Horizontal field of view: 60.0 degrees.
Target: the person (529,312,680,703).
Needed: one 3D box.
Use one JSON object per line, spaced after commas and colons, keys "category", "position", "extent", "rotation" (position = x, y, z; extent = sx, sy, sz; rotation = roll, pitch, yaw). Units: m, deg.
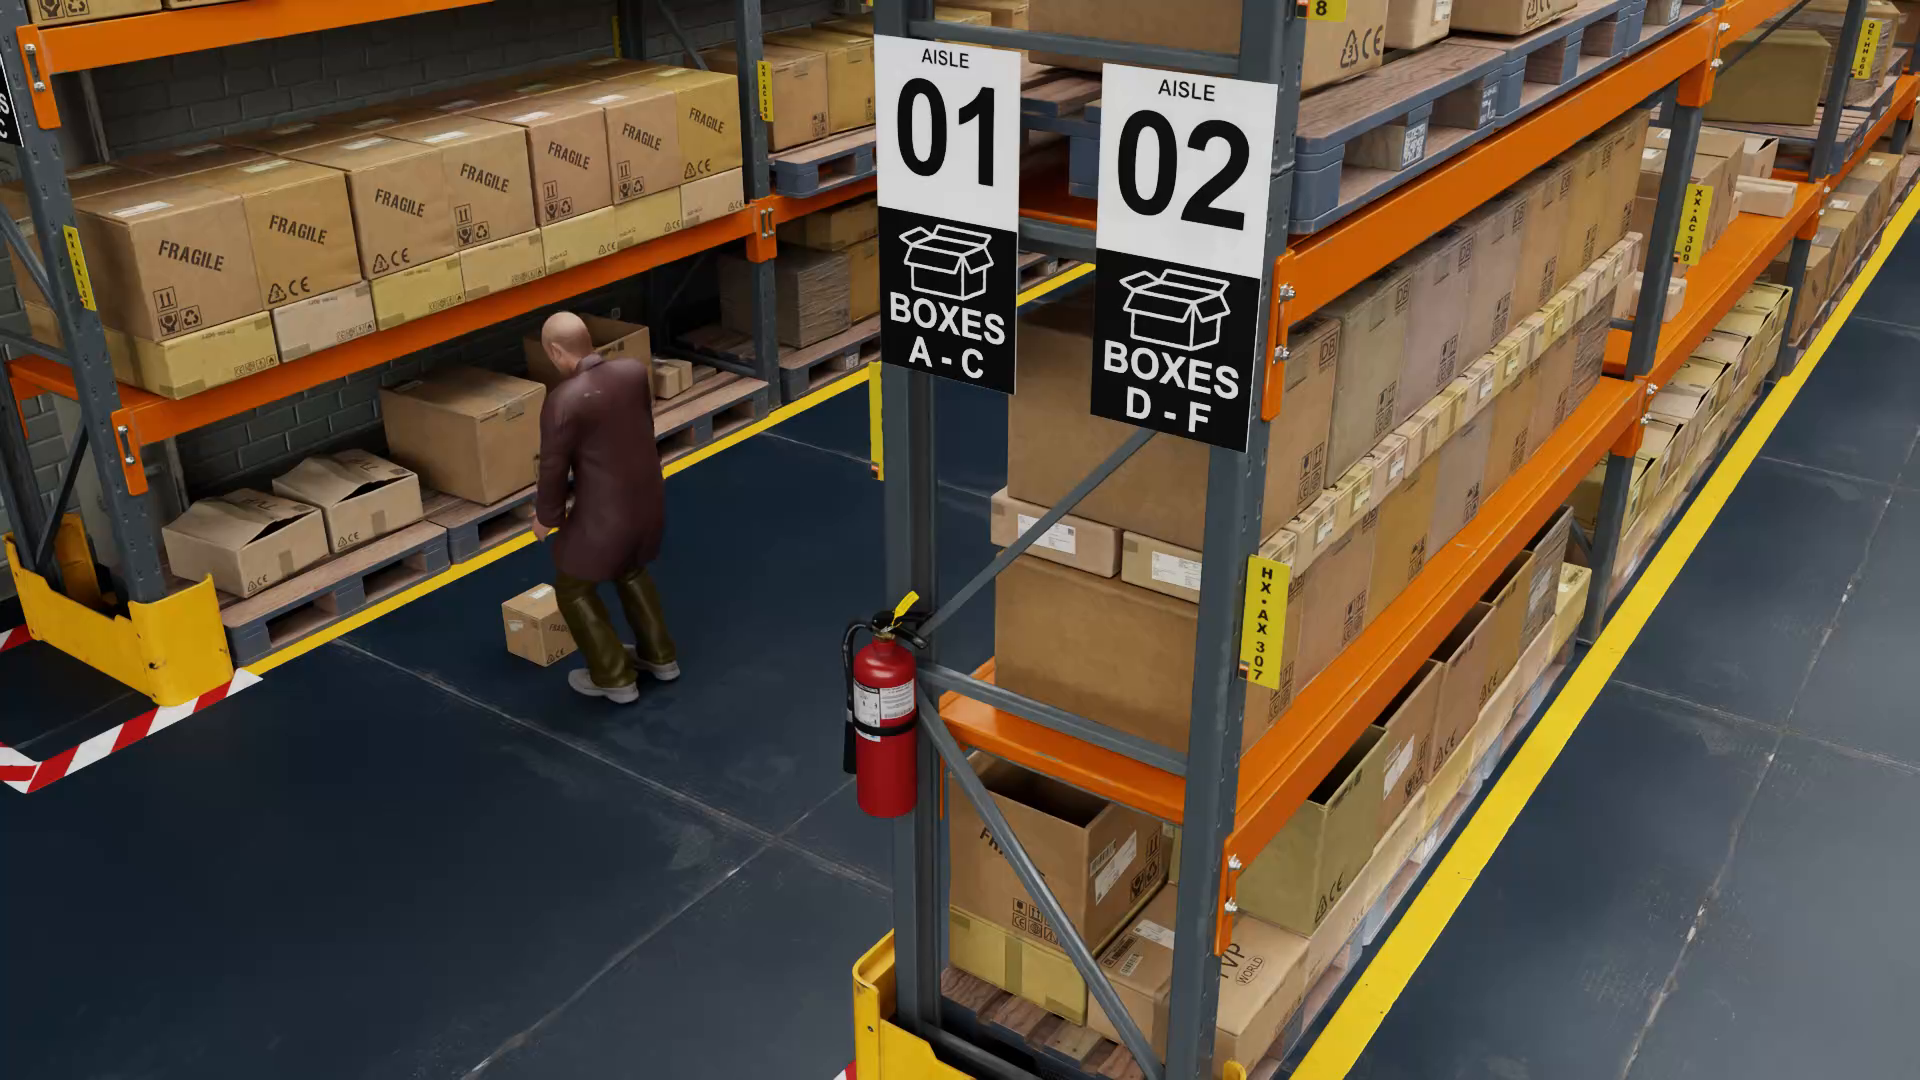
{"category": "person", "position": [-1.493, -0.123, 6.975], "extent": [0.459, 1.702, 0.599], "rotation": [18, 32, 32]}
